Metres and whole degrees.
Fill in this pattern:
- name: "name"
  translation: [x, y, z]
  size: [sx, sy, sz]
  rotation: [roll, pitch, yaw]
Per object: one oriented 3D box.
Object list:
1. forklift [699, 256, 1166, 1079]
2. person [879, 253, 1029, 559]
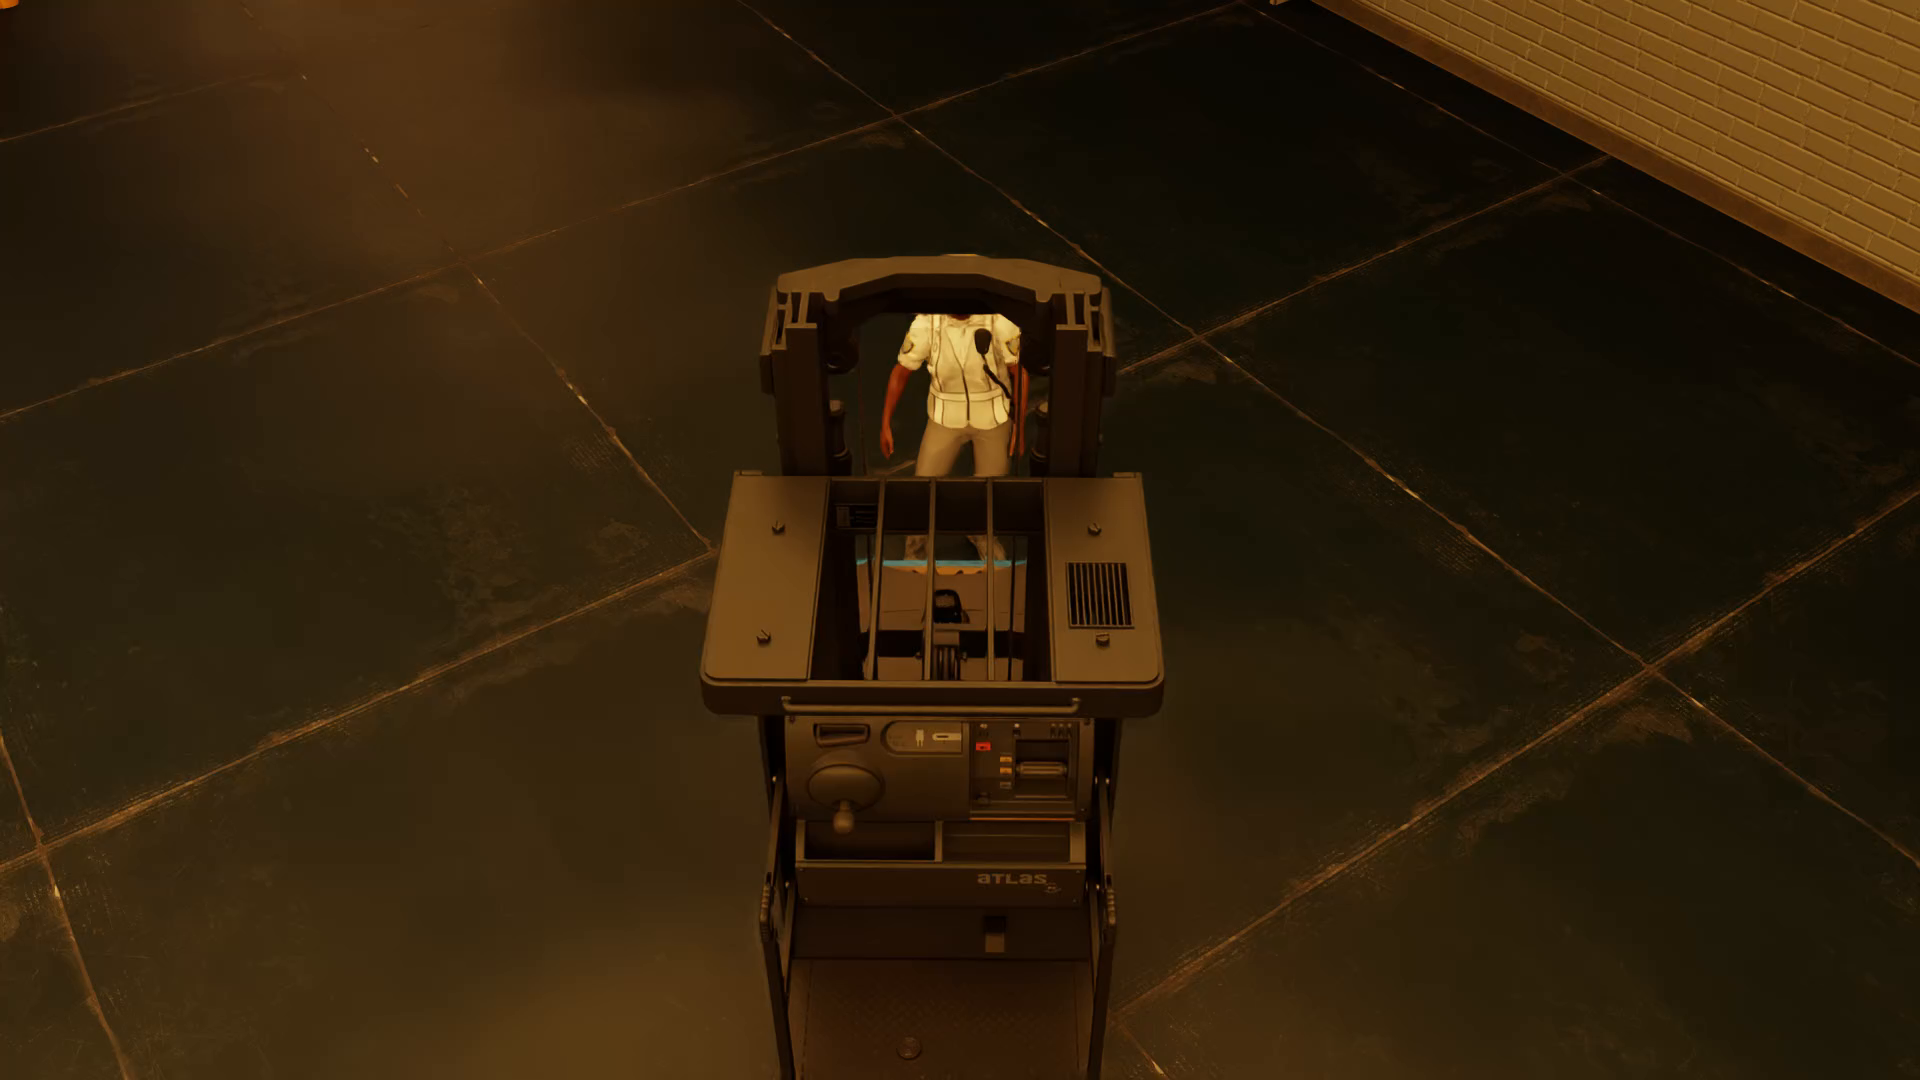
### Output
- name: "forklift"
  translation: [-0.061, 0.779, 4.870]
  size: [1.130, 2.935, 3.031]
  rotation: [0, 43, 0]
- name: "person"
  translation: [-0.033, -0.478, 7.194]
  size: [0.643, 1.629, 0.587]
  rotation: [5, 43, 5]
